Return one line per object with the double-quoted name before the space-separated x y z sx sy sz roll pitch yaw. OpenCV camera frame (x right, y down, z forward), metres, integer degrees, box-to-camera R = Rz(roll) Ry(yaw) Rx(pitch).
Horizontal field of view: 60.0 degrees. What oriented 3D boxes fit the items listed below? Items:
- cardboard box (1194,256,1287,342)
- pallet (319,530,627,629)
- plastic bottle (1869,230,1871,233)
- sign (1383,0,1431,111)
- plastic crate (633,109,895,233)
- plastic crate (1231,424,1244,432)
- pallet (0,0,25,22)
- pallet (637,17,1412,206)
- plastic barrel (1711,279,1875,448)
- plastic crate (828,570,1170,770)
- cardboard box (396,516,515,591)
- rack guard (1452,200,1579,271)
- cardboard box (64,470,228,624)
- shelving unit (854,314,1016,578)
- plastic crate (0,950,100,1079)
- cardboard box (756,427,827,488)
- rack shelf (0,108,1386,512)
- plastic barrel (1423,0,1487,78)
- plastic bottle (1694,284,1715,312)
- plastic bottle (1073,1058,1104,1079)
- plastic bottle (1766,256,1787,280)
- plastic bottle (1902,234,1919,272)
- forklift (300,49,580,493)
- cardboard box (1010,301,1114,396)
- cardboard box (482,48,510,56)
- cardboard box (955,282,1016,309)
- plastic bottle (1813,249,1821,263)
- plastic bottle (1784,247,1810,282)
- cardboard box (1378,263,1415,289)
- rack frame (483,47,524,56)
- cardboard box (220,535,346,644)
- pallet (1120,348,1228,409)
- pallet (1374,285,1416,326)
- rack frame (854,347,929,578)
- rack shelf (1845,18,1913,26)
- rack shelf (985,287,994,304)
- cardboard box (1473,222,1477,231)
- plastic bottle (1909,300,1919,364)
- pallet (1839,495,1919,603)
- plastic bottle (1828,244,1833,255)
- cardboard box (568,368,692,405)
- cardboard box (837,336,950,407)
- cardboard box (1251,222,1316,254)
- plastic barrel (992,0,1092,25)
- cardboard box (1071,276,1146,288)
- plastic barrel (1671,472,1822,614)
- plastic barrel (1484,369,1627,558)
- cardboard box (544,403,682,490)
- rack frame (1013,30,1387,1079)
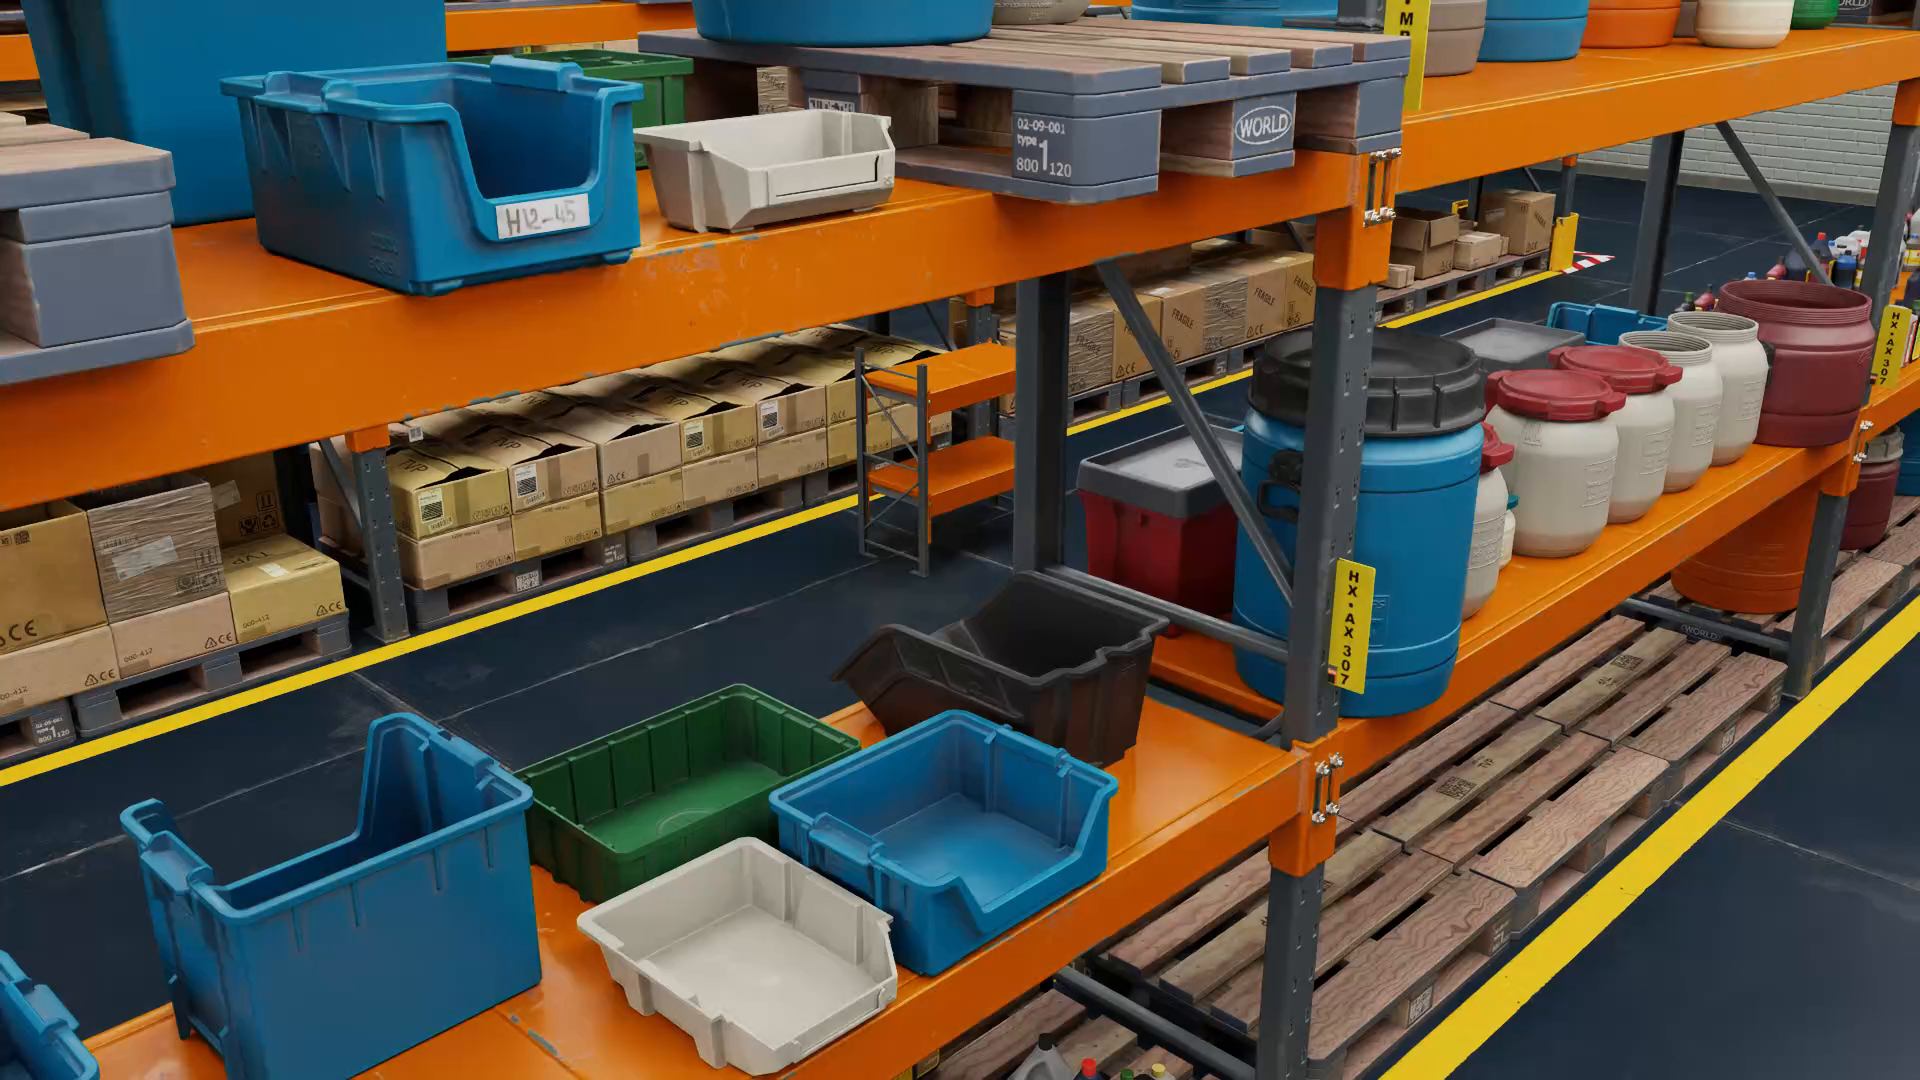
"cardboard box" 2.091 -1.817 12.491 0.500 0.500 0.500 19 28 41
"pallet" -2.514 0.057 8.632 1.003 0.211 1.213 19 28 41
"plastic bottle" 5.176 -1.660 9.393 0.097 0.271 0.097 0 21 0
"sign" 0.933 -1.068 3.480 0.100 0.325 0.005 19 28 41
"plastic crate" -0.284 -0.568 2.558 0.243 0.136 0.396 19 28 41
"plastic crate" 1.093 -0.159 5.328 0.392 0.384 0.575 19 28 41
"pallet" -3.577 -2.178 6.504 1.003 0.211 1.213 19 28 41
"pallet" 0.113 -0.907 3.335 1.213 0.211 1.003 19 28 41
"plastic barrel" 3.230 -0.701 6.528 0.600 0.536 0.708 19 28 41
"plastic crate" 0.090 0.327 4.129 0.767 0.338 0.504 19 28 41
"cardboard box" -2.541 0.000 8.140 0.500 0.250 0.500 18 28 39
"rack guard" 5.318 -2.944 16.036 1.175 0.500 0.348 19 28 41
"cardboard box" -3.524 -0.008 7.117 0.500 0.500 0.500 19 28 41
"shelving unit" 0.005 -0.527 8.877 0.538 1.125 1.048 19 28 41
"plastic crate" -1.652 0.924 2.697 0.499 0.251 0.408 19 28 41
"cardboard box" -1.112 -0.528 9.514 0.500 0.250 0.500 -19 28 -41
"rack shelf" -0.849 -0.355 2.639 1.077 0.370 4.000 19 28 41
"plastic barrel" 1.202 -1.792 4.676 0.600 0.901 0.600 0 21 0
"plastic bottle" 3.474 -1.048 7.784 0.061 0.283 0.133 19 28 41
"plastic bottle" 0.304 1.464 4.163 0.144 0.351 0.185 18 28 39
"plastic bottle" 4.111 -1.283 8.394 0.061 0.283 0.133 19 28 41
"plastic bottle" 5.378 -1.624 9.396 0.097 0.201 0.097 0 21 0
"forklift" -3.526 -1.996 10.183 1.130 2.935 3.031 15 26 34
"cardboard box" 0.674 -1.294 11.130 0.500 0.500 0.500 18 27 39
"cardboard box" -3.631 -4.039 13.774 0.500 0.250 0.500 -19 28 -41
"cardboard box" 0.311 -1.777 11.342 0.500 0.250 0.500 -19 28 -40
"plastic bottle" 4.376 -1.350 8.567 0.061 0.283 0.133 19 28 41
"plastic bottle" 4.251 -1.345 8.461 0.144 0.351 0.185 19 28 41
"cardboard box" 3.625 -2.263 14.118 0.380 0.166 0.250 19 28 41
"rack frame" -3.761 -3.312 13.512 1.000 3.000 0.127 19 28 41
"cardboard box" -3.167 0.216 7.579 0.500 0.250 0.500 19 28 41
"pallet" 1.189 -1.266 12.075 1.003 0.211 1.213 19 28 41
"pallet" 3.061 -1.976 13.923 1.003 0.211 1.213 19 28 41
"rack frame" -0.350 -0.396 8.537 0.500 1.125 0.032 19 28 41
"rack shelf" 4.732 -2.411 7.989 1.077 0.370 4.000 19 28 41
"rack shelf" 1.186 -2.252 11.755 1.077 0.370 4.000 19 28 41
"cardboard box" 4.833 -2.983 16.015 0.380 0.149 0.250 19 28 41
"plastic bottle" 4.319 -0.951 7.530 0.061 0.283 0.133 19 28 41
"pallet" 4.708 -0.056 8.927 1.003 0.211 1.213 19 28 41
"plastic bottle" 4.555 -1.432 8.798 0.097 0.271 0.097 0 21 0
"cardboard box" -1.861 -0.787 9.406 0.500 0.311 0.500 19 28 40
"cardboard box" -0.399 -1.052 10.095 0.500 0.311 0.500 -19 28 -41
"cardboard box" 2.775 -2.358 13.899 0.500 0.500 0.500 19 28 41
"plastic barrel" 0.105 -1.391 3.592 0.421 0.512 0.421 0 21 0
"cardboard box" 0.998 -1.681 12.137 0.500 0.500 0.500 18 27 39
"plastic barrel" 3.666 -0.146 7.713 0.600 0.830 0.708 19 28 41
"plastic barrel" 1.883 -0.248 5.349 0.433 0.535 0.433 0 21 0
"cardboard box" -1.820 -0.524 8.723 0.500 0.311 0.500 18 27 39
"rack frame" 0.546 0.195 4.385 1.000 3.000 0.127 19 28 41
